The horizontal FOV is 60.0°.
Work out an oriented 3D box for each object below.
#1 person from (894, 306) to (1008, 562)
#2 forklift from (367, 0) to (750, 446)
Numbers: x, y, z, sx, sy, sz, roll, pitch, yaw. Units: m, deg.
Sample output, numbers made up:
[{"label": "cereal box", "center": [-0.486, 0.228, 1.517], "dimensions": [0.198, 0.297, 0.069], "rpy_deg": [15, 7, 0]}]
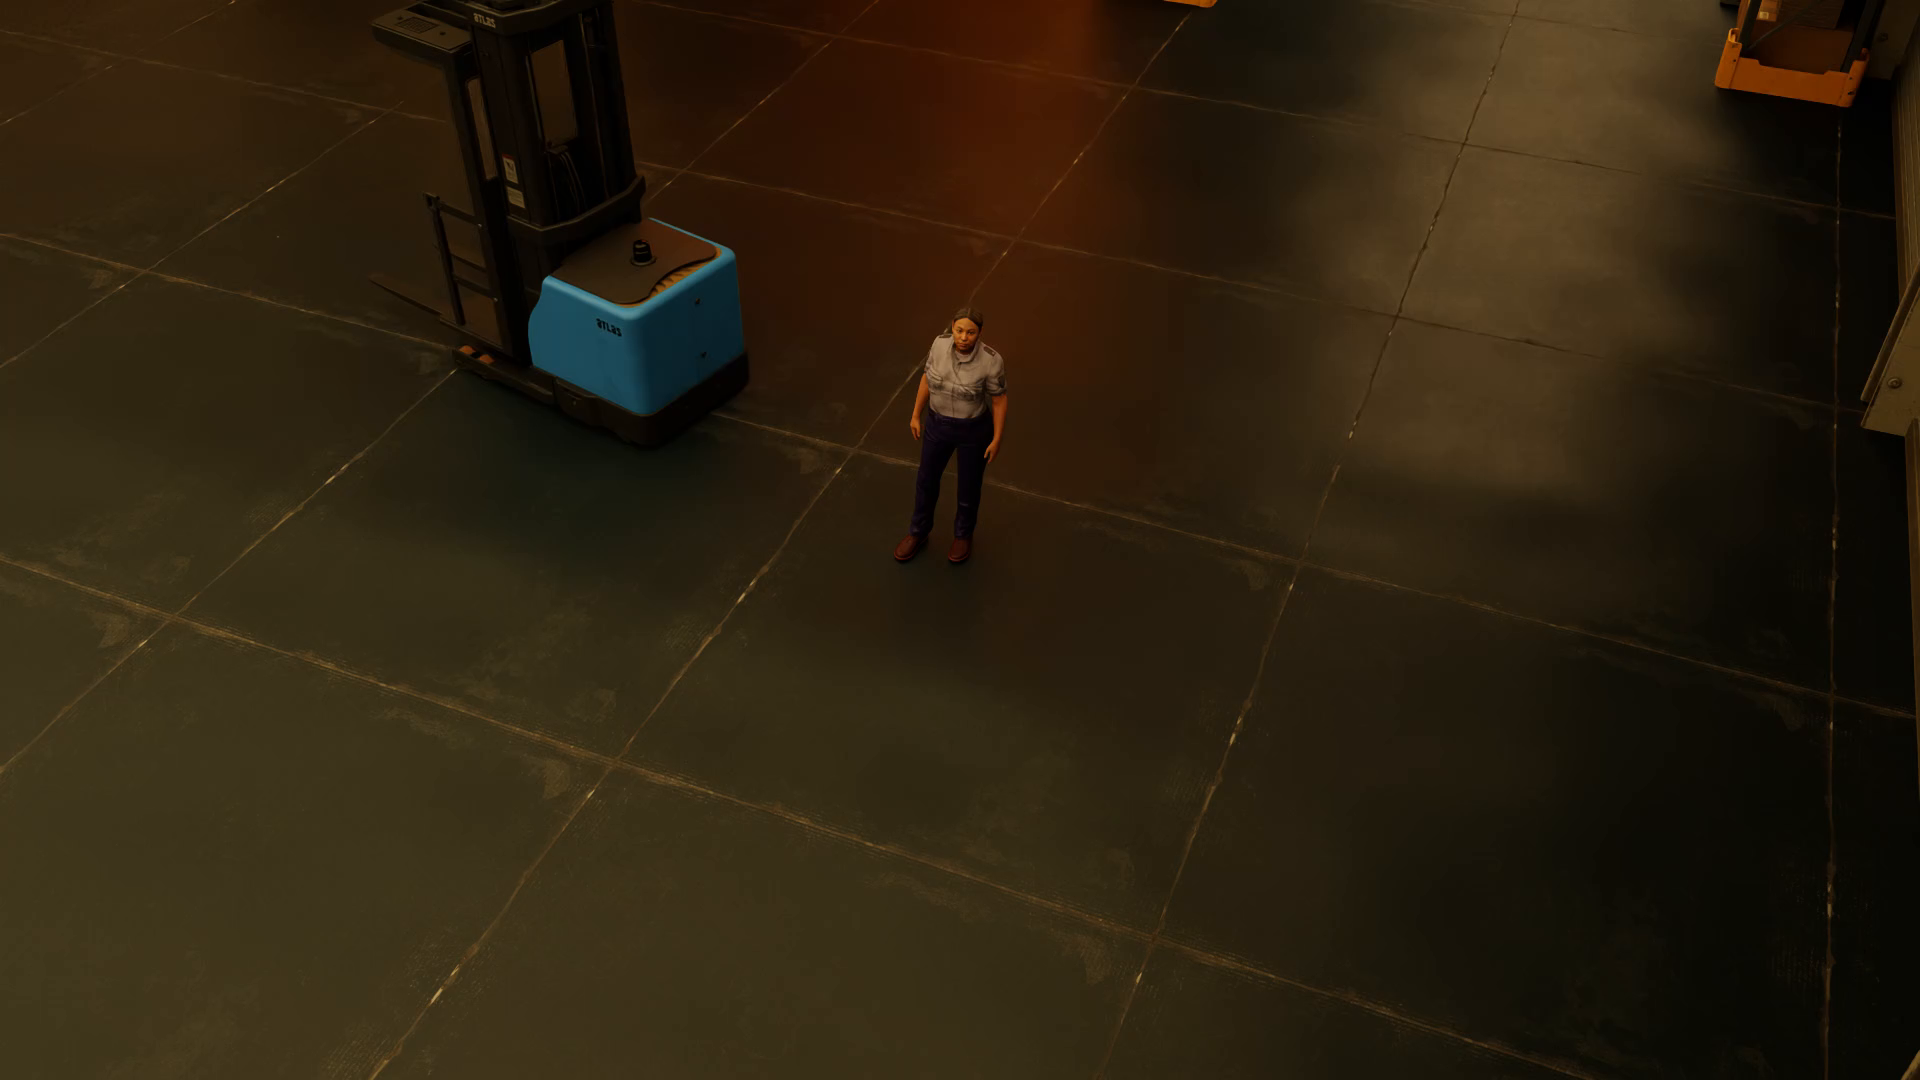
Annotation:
[{"label": "person", "center": [-0.055, -0.591, 9.699], "dimensions": [0.598, 1.651, 0.503], "rpy_deg": [15, 42, 17]}, {"label": "forklift", "center": [-2.950, -2.501, 10.994], "dimensions": [3.031, 2.935, 1.130], "rpy_deg": [25, 46, 27]}]
